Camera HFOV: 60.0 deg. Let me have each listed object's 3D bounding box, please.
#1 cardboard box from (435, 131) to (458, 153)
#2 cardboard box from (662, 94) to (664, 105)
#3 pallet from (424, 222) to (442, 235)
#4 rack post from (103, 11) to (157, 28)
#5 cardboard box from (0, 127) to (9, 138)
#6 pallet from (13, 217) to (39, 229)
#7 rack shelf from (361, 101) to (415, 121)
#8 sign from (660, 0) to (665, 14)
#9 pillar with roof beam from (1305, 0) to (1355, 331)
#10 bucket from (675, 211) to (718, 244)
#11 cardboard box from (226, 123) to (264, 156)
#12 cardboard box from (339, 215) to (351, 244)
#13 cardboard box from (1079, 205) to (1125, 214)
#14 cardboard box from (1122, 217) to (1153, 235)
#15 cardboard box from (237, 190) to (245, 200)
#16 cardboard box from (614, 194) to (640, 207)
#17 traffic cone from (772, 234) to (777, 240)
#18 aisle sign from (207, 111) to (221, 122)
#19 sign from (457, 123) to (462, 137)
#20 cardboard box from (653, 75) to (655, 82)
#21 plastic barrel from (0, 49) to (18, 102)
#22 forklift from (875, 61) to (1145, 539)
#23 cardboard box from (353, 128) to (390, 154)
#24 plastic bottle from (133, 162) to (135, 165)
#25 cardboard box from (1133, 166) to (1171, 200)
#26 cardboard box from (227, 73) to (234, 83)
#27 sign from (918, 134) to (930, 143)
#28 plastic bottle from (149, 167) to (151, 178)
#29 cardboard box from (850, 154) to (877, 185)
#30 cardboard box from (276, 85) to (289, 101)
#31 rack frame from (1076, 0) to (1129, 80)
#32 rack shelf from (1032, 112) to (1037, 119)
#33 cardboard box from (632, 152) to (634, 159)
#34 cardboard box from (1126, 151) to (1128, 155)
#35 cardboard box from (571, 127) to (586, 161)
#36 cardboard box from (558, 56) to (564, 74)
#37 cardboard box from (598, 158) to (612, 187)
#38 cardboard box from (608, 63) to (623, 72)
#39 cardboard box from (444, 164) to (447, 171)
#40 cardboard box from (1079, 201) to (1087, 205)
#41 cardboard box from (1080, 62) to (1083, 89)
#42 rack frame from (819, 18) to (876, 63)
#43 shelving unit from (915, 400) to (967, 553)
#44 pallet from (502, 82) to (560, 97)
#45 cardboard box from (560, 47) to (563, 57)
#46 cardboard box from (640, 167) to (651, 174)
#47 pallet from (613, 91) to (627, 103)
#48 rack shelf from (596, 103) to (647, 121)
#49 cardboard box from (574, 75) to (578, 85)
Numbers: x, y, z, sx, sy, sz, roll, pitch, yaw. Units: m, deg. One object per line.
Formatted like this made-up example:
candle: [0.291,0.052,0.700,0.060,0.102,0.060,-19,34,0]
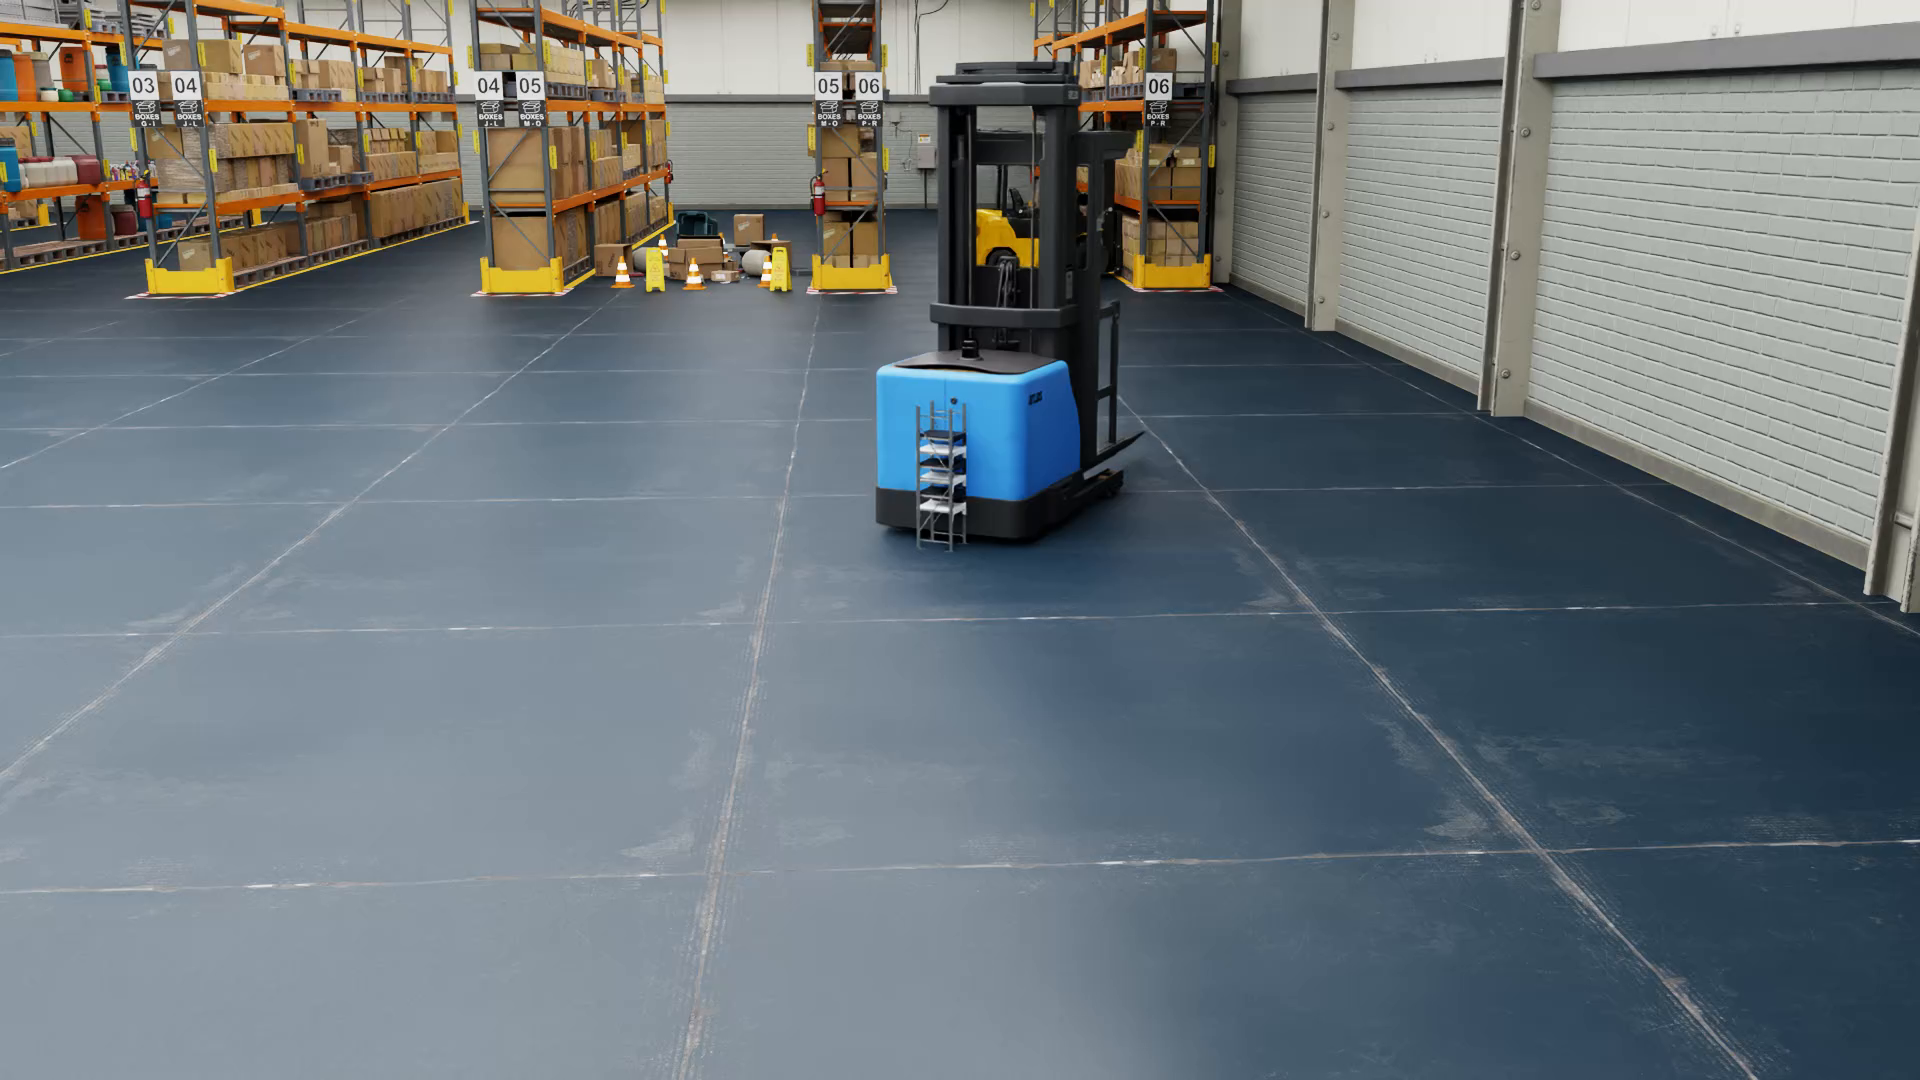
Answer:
cardboard box: [-12.259,-9.466,39.496,0.500,0.500,0.500,-1,14,-3]
cardboard box: [-7.302,-10.471,39.484,0.500,0.250,0.500,-1,14,-5]
pallet: [-12.272,-6.993,37.284,1.003,0.211,1.213,-1,14,-3]
rack post: [-17.226,-10.736,34.345,0.937,0.300,0.954,-1,14,-4]
cardboard box: [-22.068,-9.168,37.932,0.500,0.500,0.500,0,14,-2]
pallet: [-22.384,-7.429,38.976,1.003,0.211,1.213,-1,14,-3]
rack shelf: [-12.179,-8.761,33.979,1.077,0.370,4.000,-1,14,-3]
sign: [-7.039,-12.638,39.393,0.100,0.325,0.005,-1,14,-3]
pillar with roof beam: [0.216,-6.934,19.415,9.100,9.000,0.400,-1,14,-3]
bucket: [-4.542,-5.368,28.889,0.726,0.611,0.620,4,5,16]
cardboard box: [-11.415,-6.360,26.421,0.500,0.500,0.500,-1,14,-3]
cardboard box: [-11.947,-5.857,31.405,0.700,0.500,0.500,-2,15,-8]
cardboard box: [2.814,-6.287,32.866,0.875,0.625,0.625,0,14,-2]
cardboard box: [2.866,-5.118,27.066,0.500,0.250,0.500,-1,14,-3]
cardboard box: [-11.381,-5.371,25.886,0.380,0.149,0.250,-1,14,-3]
cardboard box: [-6.983,-7.120,34.850,0.500,0.250,0.500,-2,15,-6]
traffic cone: [-3.391,-5.375,30.489,0.336,0.463,0.334,-1,14,-3]
aisle sign: [-17.796,-10.344,39.493,0.394,0.787,0.004,-1,14,-3]
sign: [-12.009,-9.829,39.908,0.100,0.325,0.005,-1,14,-3]
cardboard box: [-7.233,-10.618,38.252,0.380,0.149,0.250,-1,14,-2]
plastic barrel: [-17.080,-8.231,29.473,0.600,0.901,0.708,-1,14,-3]
forklift: [0.517,-1.747,11.436,1.130,2.935,3.031,6,16,23]
cardboard box: [-12.170,-8.204,34.178,0.797,0.503,0.637,0,14,-2]
plastic bottle: [-17.650,-7.923,35.534,0.061,0.283,0.133,-1,14,-3]
cardboard box: [2.992,-5.567,25.941,0.500,0.500,0.500,-1,14,-5]
cardboard box: [-11.361,-7.071,25.468,0.380,0.149,0.250,-1,14,-4]
sign: [-0.995,-11.150,46.185,0.339,0.242,0.001,-1,14,-3]
plastic bottle: [-16.823,-7.617,34.358,0.152,0.276,0.135,-1,14,-3]
cardboard box: [-1.566,-6.146,27.596,0.500,0.500,0.500,0,14,-2]
cardboard box: [-11.519,-7.435,27.684,0.500,0.250,0.500,0,14,-1]
rack frame: [2.789,-10.295,32.479,1.000,3.000,0.127,-1,14,-3]
rack shelf: [2.418,-9.986,38.742,1.077,0.370,4.000,-1,14,-3]
cardboard box: [-7.059,-8.075,34.955,0.380,0.149,0.250,-2,15,-6]
cardboard box: [2.873,-6.308,26.924,0.380,0.149,0.250,-1,14,-2]
cardboard box: [-6.712,-6.584,27.627,0.875,0.550,0.550,-1,14,-3]
cardboard box: [-6.442,-7.372,25.800,0.500,0.250,0.500,-1,14,-4]
cardboard box: [-6.707,-6.775,30.638,0.500,0.500,0.500,-1,14,-3]
cardboard box: [-6.881,-9.315,32.954,0.396,0.266,0.258,-1,14,-3]
cardboard box: [-12.119,-8.625,38.532,0.380,0.149,0.250,-1,14,-3]
cardboard box: [2.506,-6.815,33.867,0.380,0.149,0.250,-2,15,-6]
cardboard box: [2.591,-8.958,32.060,0.500,0.500,0.500,-1,14,-3]
rack frame: [-1.917,-9.222,28.311,1.000,3.000,0.127,-1,14,-3]
shelving unit: [-0.114,-0.391,10.238,0.258,0.900,0.210,6,16,23]
pallet: [-6.660,-6.815,25.151,1.003,0.211,1.213,-1,14,-3]
cardboard box: [-6.384,-7.594,25.861,0.380,0.149,0.250,-1,14,-4]
cardboard box: [-7.038,-8.159,36.721,0.380,0.149,0.250,0,14,-1]
pallet: [-7.006,-8.412,31.561,1.213,0.211,1.003,0,14,-1]
rack shelf: [-7.223,-8.812,34.179,1.077,0.370,4.000,-1,14,-3]
cardboard box: [-6.460,-7.522,27.183,0.380,0.149,0.250,-1,14,-3]
